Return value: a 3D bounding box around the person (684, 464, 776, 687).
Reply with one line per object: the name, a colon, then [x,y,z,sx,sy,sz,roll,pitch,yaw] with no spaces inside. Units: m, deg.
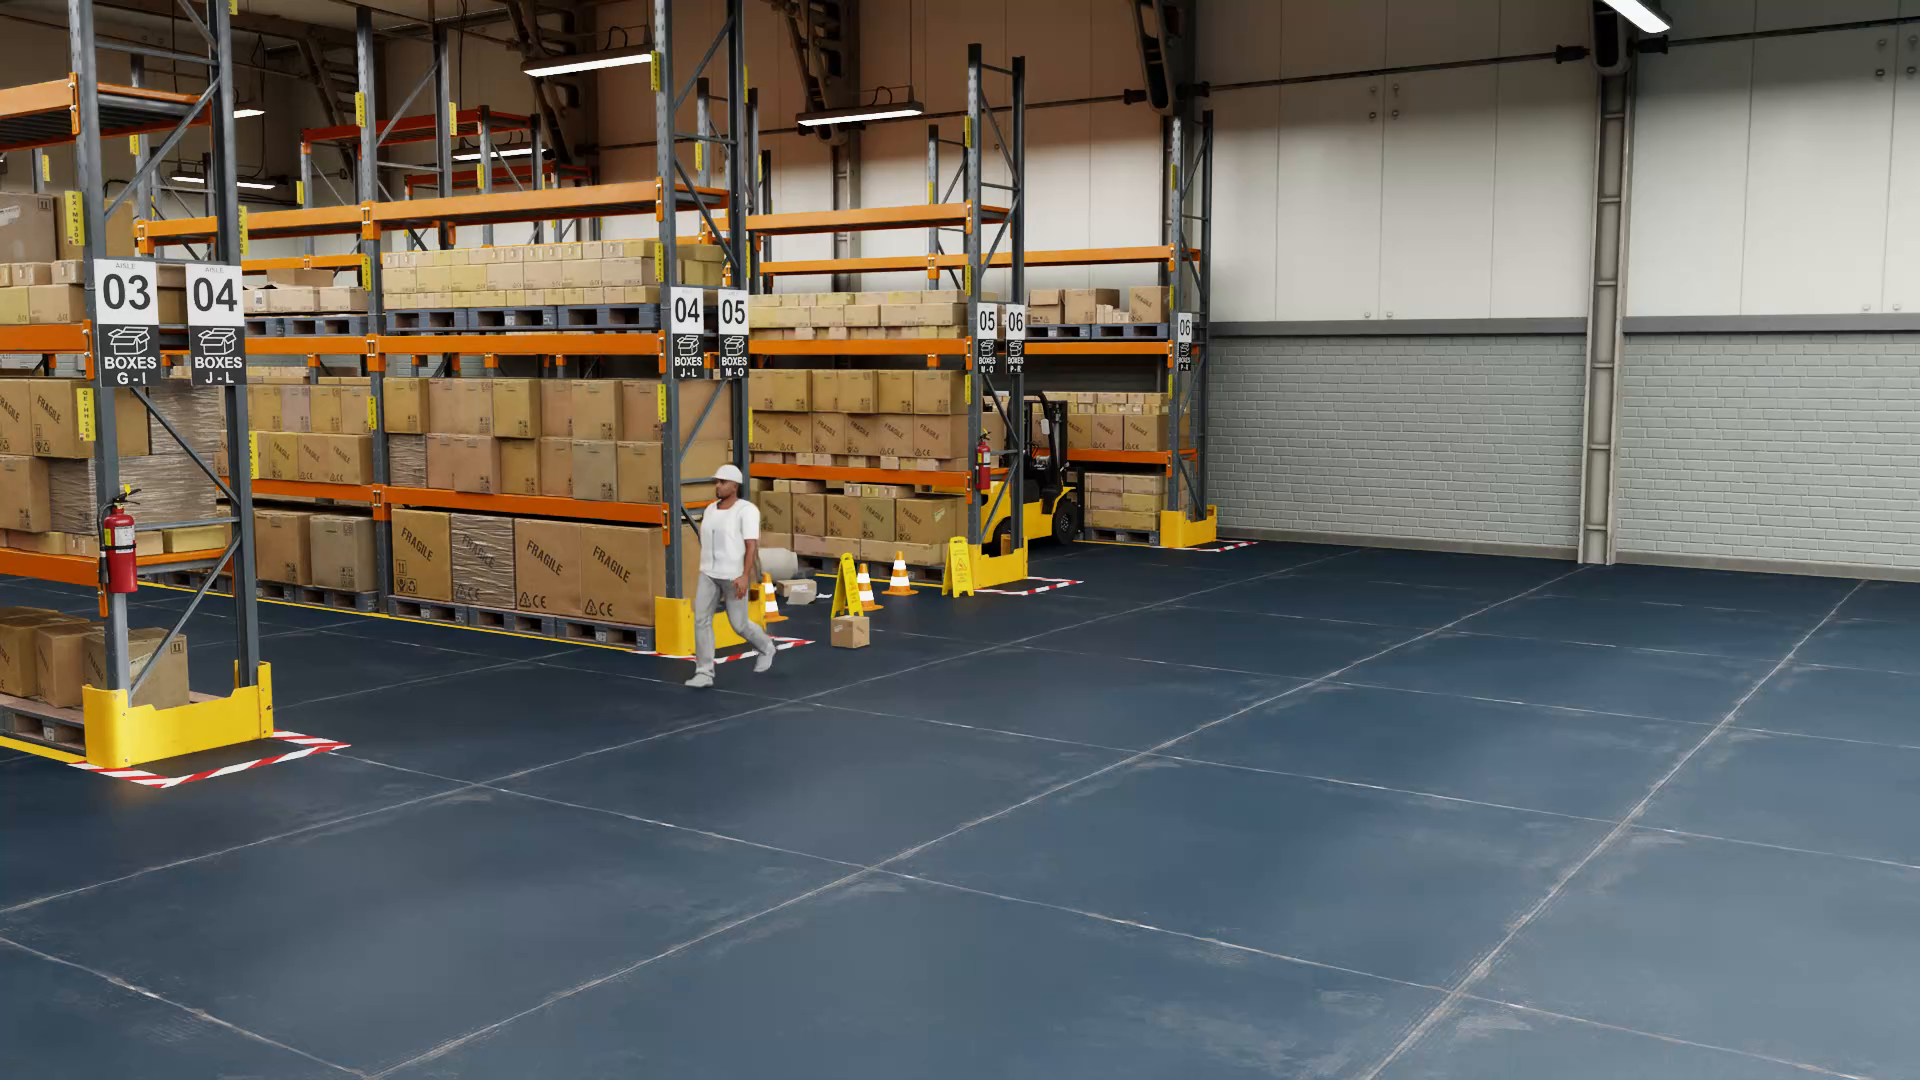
person: [-1.833,0.273,13.156,0.565,1.739,0.906,4,7,30]
